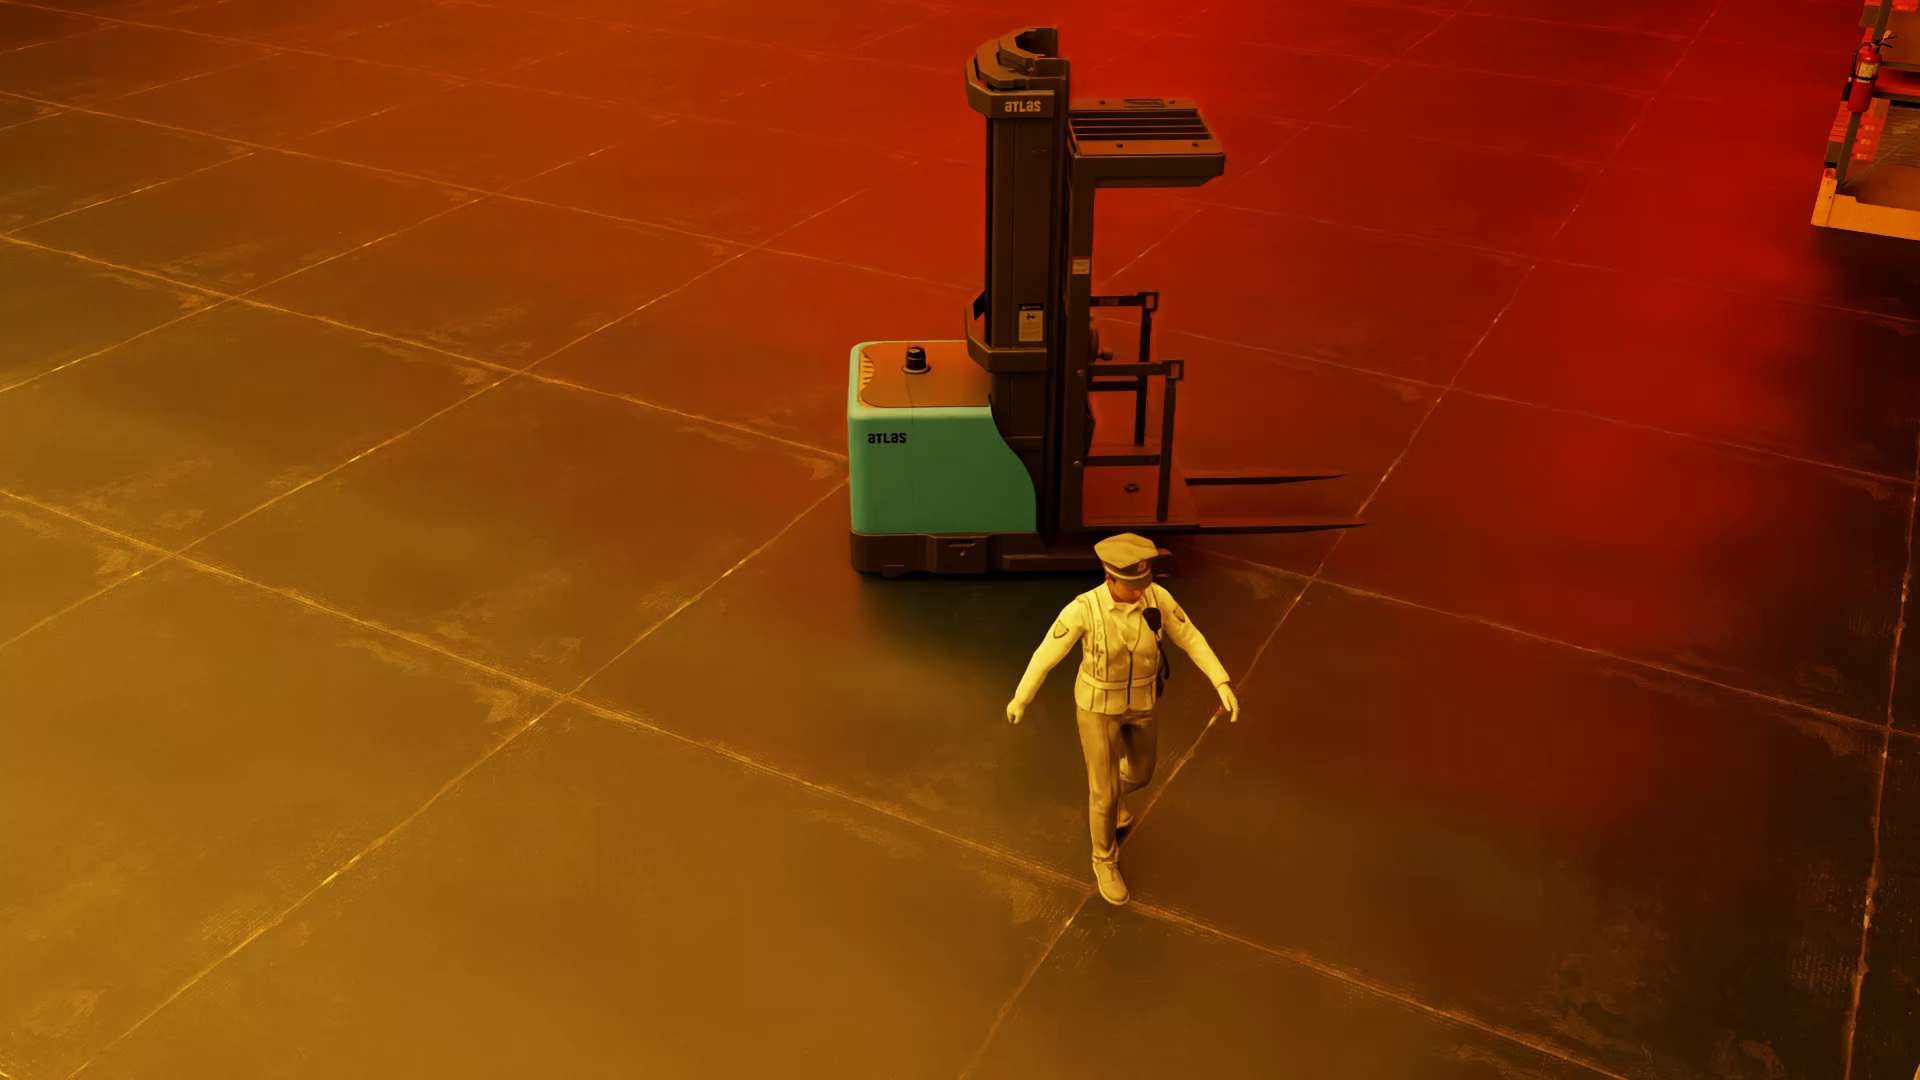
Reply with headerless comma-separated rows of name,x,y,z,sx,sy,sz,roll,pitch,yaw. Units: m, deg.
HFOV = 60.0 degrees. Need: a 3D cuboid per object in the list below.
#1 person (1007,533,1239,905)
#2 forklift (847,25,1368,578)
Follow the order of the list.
person,0.664,0.728,7.109,0.855,1.651,0.699,-9,31,-15
forklift,0.865,-1.312,9.343,3.031,2.935,1.130,-1,30,-2
